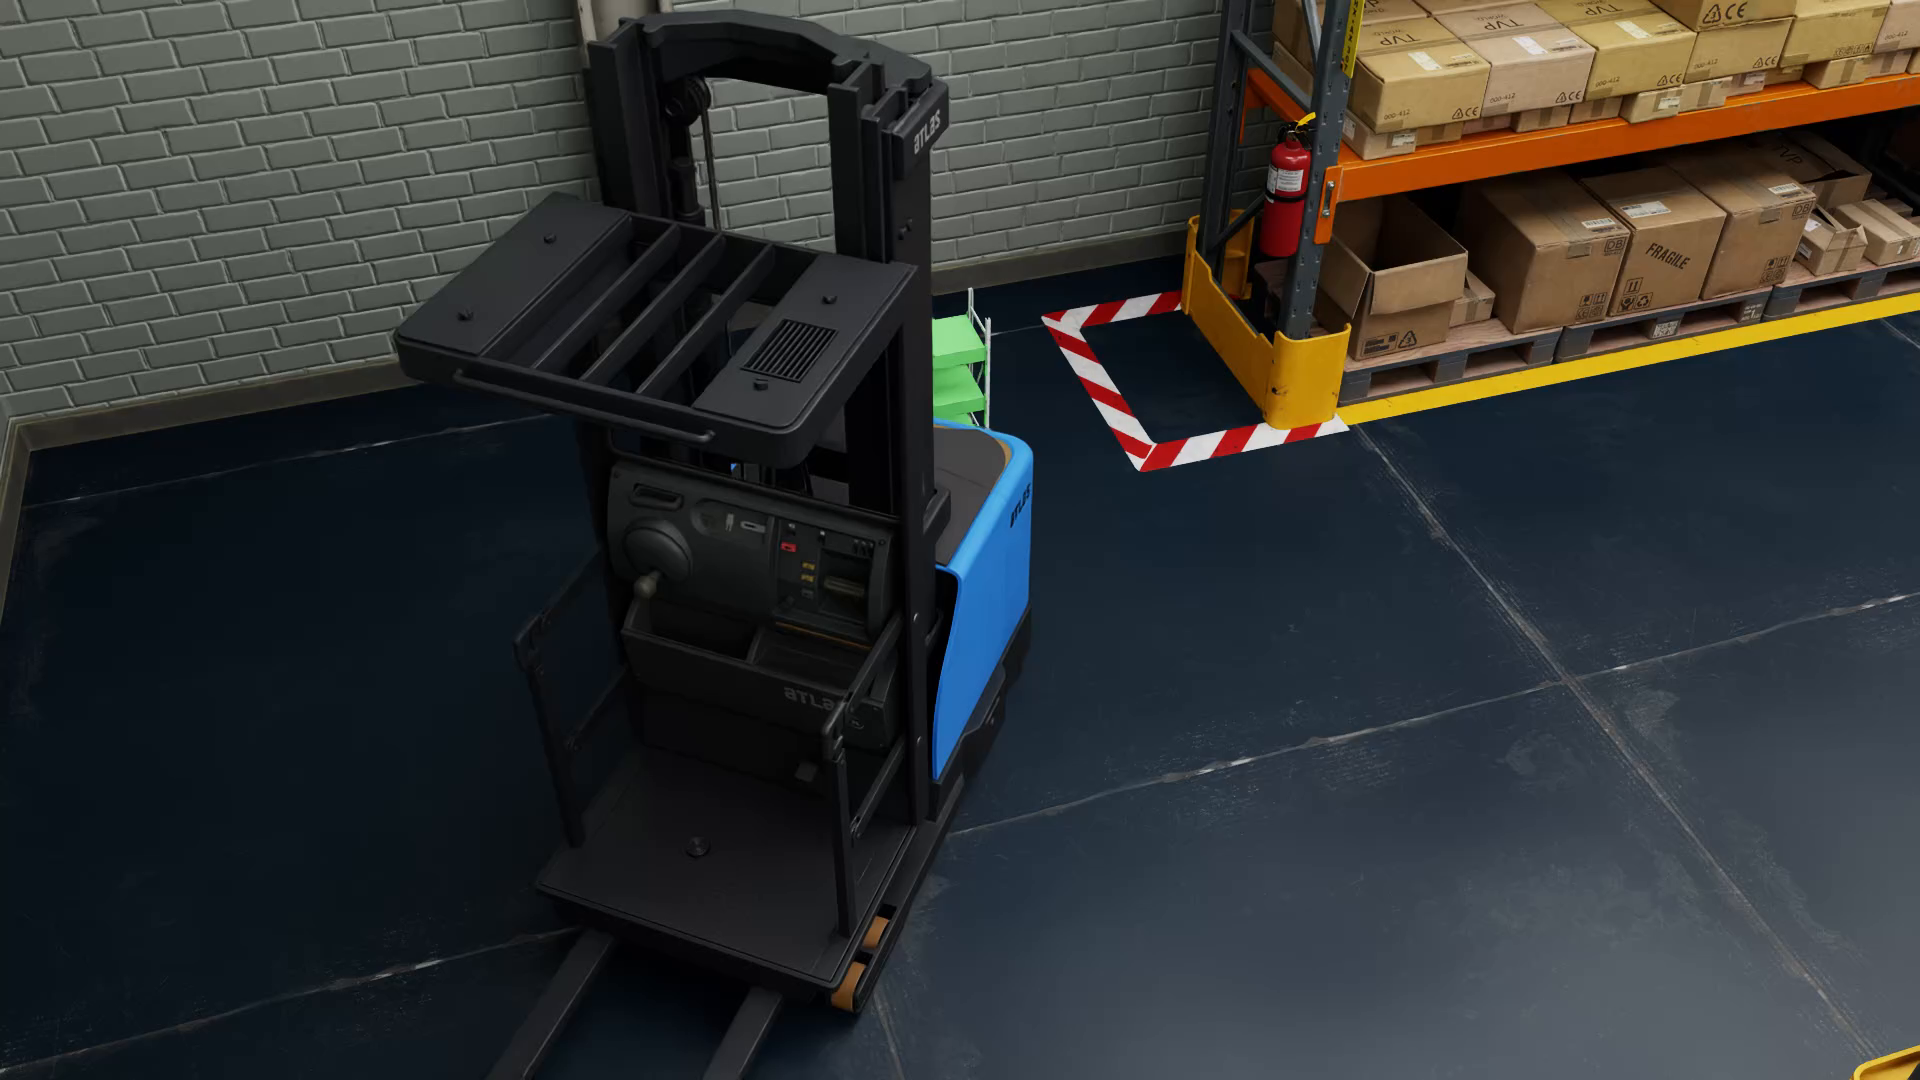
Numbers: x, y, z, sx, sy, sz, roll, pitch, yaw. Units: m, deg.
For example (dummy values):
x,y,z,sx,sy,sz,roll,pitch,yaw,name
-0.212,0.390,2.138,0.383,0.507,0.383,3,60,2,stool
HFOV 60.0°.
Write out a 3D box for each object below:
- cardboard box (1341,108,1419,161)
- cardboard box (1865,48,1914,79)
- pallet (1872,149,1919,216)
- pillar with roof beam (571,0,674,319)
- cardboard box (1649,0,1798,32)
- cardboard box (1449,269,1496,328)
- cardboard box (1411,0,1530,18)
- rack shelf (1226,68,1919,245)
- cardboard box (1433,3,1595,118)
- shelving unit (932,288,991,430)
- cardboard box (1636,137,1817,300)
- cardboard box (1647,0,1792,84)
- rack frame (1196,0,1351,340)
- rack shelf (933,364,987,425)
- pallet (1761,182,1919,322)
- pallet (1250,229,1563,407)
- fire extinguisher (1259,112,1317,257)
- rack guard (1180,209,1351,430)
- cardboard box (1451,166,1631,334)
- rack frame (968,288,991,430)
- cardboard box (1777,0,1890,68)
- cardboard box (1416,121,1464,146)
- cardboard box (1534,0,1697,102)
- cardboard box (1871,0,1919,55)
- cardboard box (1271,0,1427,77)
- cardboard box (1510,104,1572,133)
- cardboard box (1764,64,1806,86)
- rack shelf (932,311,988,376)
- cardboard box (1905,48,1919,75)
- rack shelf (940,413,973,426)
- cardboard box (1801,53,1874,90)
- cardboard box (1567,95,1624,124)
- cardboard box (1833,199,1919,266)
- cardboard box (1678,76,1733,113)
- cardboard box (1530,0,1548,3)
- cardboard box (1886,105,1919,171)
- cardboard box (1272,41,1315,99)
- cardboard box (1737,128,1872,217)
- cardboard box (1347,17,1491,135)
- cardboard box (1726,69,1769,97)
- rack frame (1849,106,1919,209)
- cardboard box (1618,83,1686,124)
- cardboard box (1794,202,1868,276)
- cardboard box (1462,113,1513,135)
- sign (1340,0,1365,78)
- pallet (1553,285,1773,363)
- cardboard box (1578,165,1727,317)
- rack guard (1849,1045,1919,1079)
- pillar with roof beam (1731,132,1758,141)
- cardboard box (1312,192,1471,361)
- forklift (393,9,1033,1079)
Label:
x,y,z,sx,sy,sz,roll,pitch,yaw,name
1.791,-1.821,7.245,0.250,0.149,0.380,-12,43,-13,cardboard box
4.241,-2.331,7.829,0.250,0.149,0.380,-11,42,-12,cardboard box
5.974,-1.947,9.319,1.213,0.211,1.003,-12,42,-13,pallet
-0.155,-1.613,2.257,0.400,9.000,9.100,-12,42,-13,pillar with roof beam
3.339,-2.578,7.239,0.500,0.500,0.500,-11,42,-12,cardboard box
2.424,-1.228,8.223,0.250,0.149,0.380,-13,43,-15,cardboard box
2.246,-2.437,7.647,0.500,0.250,0.500,-12,42,-13,cardboard box
3.302,-2.147,7.974,4.000,0.370,1.077,-12,42,-13,rack shelf
2.389,-2.099,7.260,0.500,0.250,0.500,-11,42,-13,cardboard box
-0.158,-0.419,6.818,0.503,1.200,0.258,-12,42,-13,shelving unit
3.824,-1.651,8.440,0.500,0.500,0.700,-13,43,-15,cardboard box
3.353,-2.315,7.508,0.500,0.250,0.500,-13,43,-14,cardboard box
1.395,-2.023,7.285,0.127,3.000,1.000,-12,42,-13,rack frame
-0.158,-0.552,6.702,0.480,0.148,0.258,-12,42,-13,rack shelf
4.555,-1.628,8.953,1.213,0.211,1.003,-12,42,-13,pallet
2.227,-1.146,8.401,1.213,0.211,1.003,-12,42,-13,pallet
1.393,-1.534,7.068,0.183,0.674,0.296,-12,42,-13,fire extinguisher
1.467,-1.096,8.125,0.348,0.500,1.175,-12,42,-13,rack guard
2.834,-1.445,8.205,0.500,0.500,0.700,-10,42,-11,cardboard box
0.075,-0.467,6.873,0.015,1.200,0.240,-12,42,-13,rack frame
3.844,-2.416,7.624,0.500,0.250,0.500,-12,43,-13,cardboard box
2.019,-1.900,7.336,0.250,0.149,0.380,-11,42,-12,cardboard box
2.872,-2.201,7.377,0.500,0.250,0.500,-12,43,-14,cardboard box
4.324,-2.507,7.727,0.500,0.250,0.500,-12,42,-13,cardboard box
1.754,-2.336,7.531,0.500,0.250,0.500,-11,42,-12,cardboard box
2.519,-1.985,7.434,0.250,0.149,0.380,-10,42,-12,cardboard box
3.726,-2.282,7.773,0.250,0.149,0.380,-11,42,-12,cardboard box
-0.158,-0.732,6.544,0.480,0.148,0.258,-12,42,-13,rack shelf
4.499,-2.365,7.869,0.250,0.149,0.380,-11,42,-12,cardboard box
-0.158,-0.371,6.860,0.480,0.148,0.258,-12,42,-13,rack shelf
4.006,-2.262,7.751,0.250,0.149,0.380,-12,43,-14,cardboard box
2.771,-2.041,7.498,0.250,0.149,0.380,-11,42,-12,cardboard box
4.767,-1.603,8.653,0.250,0.149,0.380,-13,43,-14,cardboard box
3.279,-2.109,7.575,0.250,0.149,0.380,-11,42,-12,cardboard box
2.720,-2.532,7.756,0.500,0.250,0.500,-10,42,-12,cardboard box
5.589,-2.313,9.198,0.500,0.500,0.500,-12,43,-13,cardboard box
1.630,-2.162,7.636,0.250,0.149,0.380,-12,43,-14,cardboard box
4.509,-1.976,8.957,0.500,0.311,0.500,-10,42,-12,cardboard box
1.908,-1.999,7.146,0.500,0.250,0.500,-11,42,-13,cardboard box
3.505,-2.203,7.683,0.250,0.149,0.380,-12,43,-13,cardboard box
5.210,-2.813,8.190,0.127,3.000,1.000,-12,42,-13,rack frame
3.034,-2.044,7.501,0.250,0.149,0.380,-13,43,-14,cardboard box
4.426,-1.577,8.534,0.258,0.266,0.396,-10,42,-12,cardboard box
2.260,-1.974,7.420,0.250,0.149,0.380,-12,43,-14,cardboard box
1.558,-2.008,6.611,0.005,0.325,0.100,-12,42,-13,sign
3.389,-1.384,8.674,1.213,0.211,1.003,-12,42,-13,pallet
3.368,-1.487,8.253,0.500,0.500,0.500,-11,42,-12,cardboard box
2.866,2.038,4.538,0.348,0.500,1.175,-12,42,-13,rack guard
5.568,-2.799,3.614,0.400,9.000,9.100,-12,42,-13,pillar with roof beam
2.007,-1.302,8.039,0.637,0.503,0.797,-13,43,-15,cardboard box
-0.721,0.129,4.874,1.130,2.935,3.031,14,43,16,forklift
